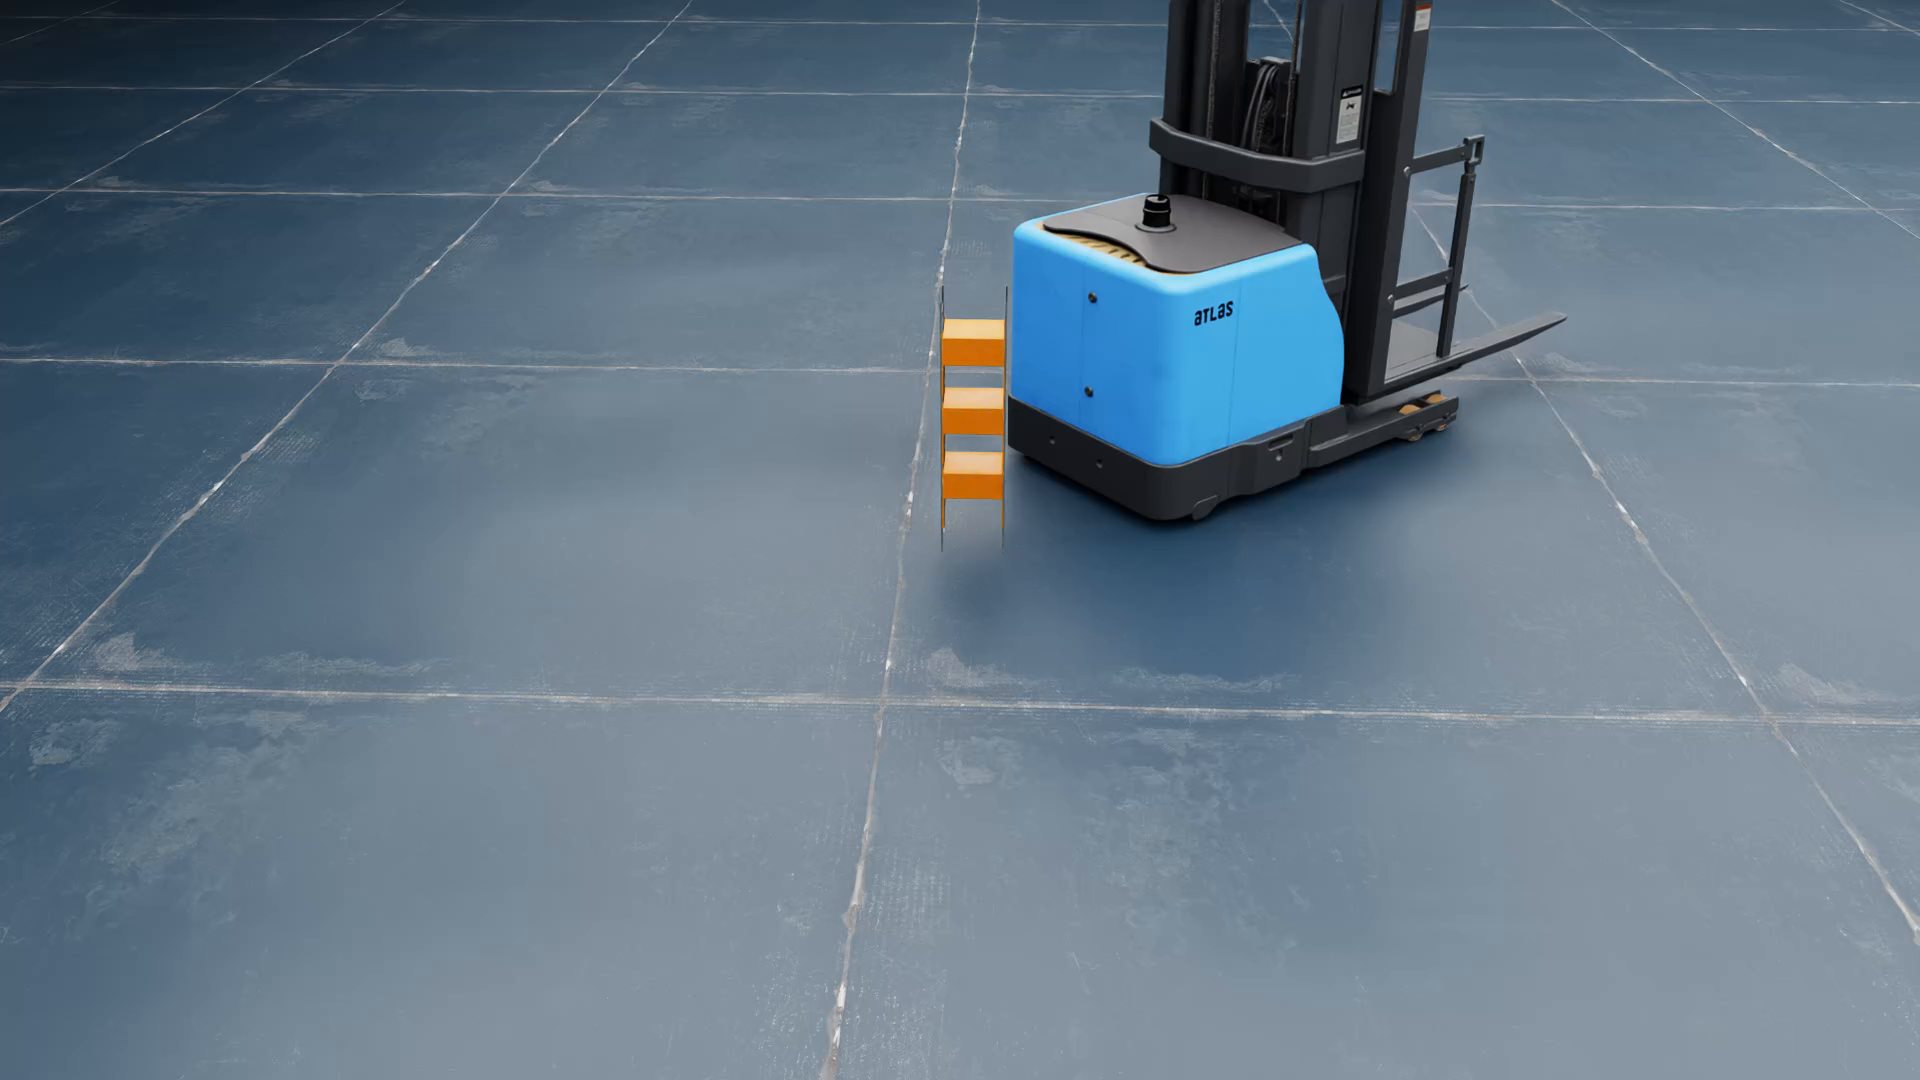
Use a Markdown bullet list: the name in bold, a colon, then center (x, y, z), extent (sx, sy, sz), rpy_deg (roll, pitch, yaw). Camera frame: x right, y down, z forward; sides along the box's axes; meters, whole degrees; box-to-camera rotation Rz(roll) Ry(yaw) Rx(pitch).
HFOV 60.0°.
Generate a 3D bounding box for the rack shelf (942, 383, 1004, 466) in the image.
- **rack shelf**: center (0.053, -0.454, 6.507), extent (0.240, 0.259, 0.215), rpy_deg (1, 28, 2)

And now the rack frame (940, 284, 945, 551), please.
- **rack frame**: center (-0.068, -0.465, 6.506), extent (0.008, 1.050, 0.200), rpy_deg (1, 28, 2)

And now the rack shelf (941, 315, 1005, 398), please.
- **rack shelf**: center (0.053, -0.704, 6.374), extent (0.240, 0.259, 0.215), rpy_deg (1, 28, 2)

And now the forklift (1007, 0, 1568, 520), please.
- **forklift**: center (1.682, -1.920, 7.243), extent (3.031, 2.935, 1.130), rpy_deg (-20, 34, -33)

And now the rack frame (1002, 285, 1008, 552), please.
- **rack frame**: center (0.175, -0.461, 6.499), extent (0.008, 1.050, 0.200), rpy_deg (1, 28, 2)

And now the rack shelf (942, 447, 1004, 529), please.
- **rack shelf**: center (0.053, -0.208, 6.638), extent (0.240, 0.259, 0.215), rpy_deg (1, 28, 2)

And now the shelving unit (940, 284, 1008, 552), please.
- **shelving unit**: center (0.053, -0.463, 6.502), extent (0.252, 1.050, 0.215), rpy_deg (1, 28, 2)
